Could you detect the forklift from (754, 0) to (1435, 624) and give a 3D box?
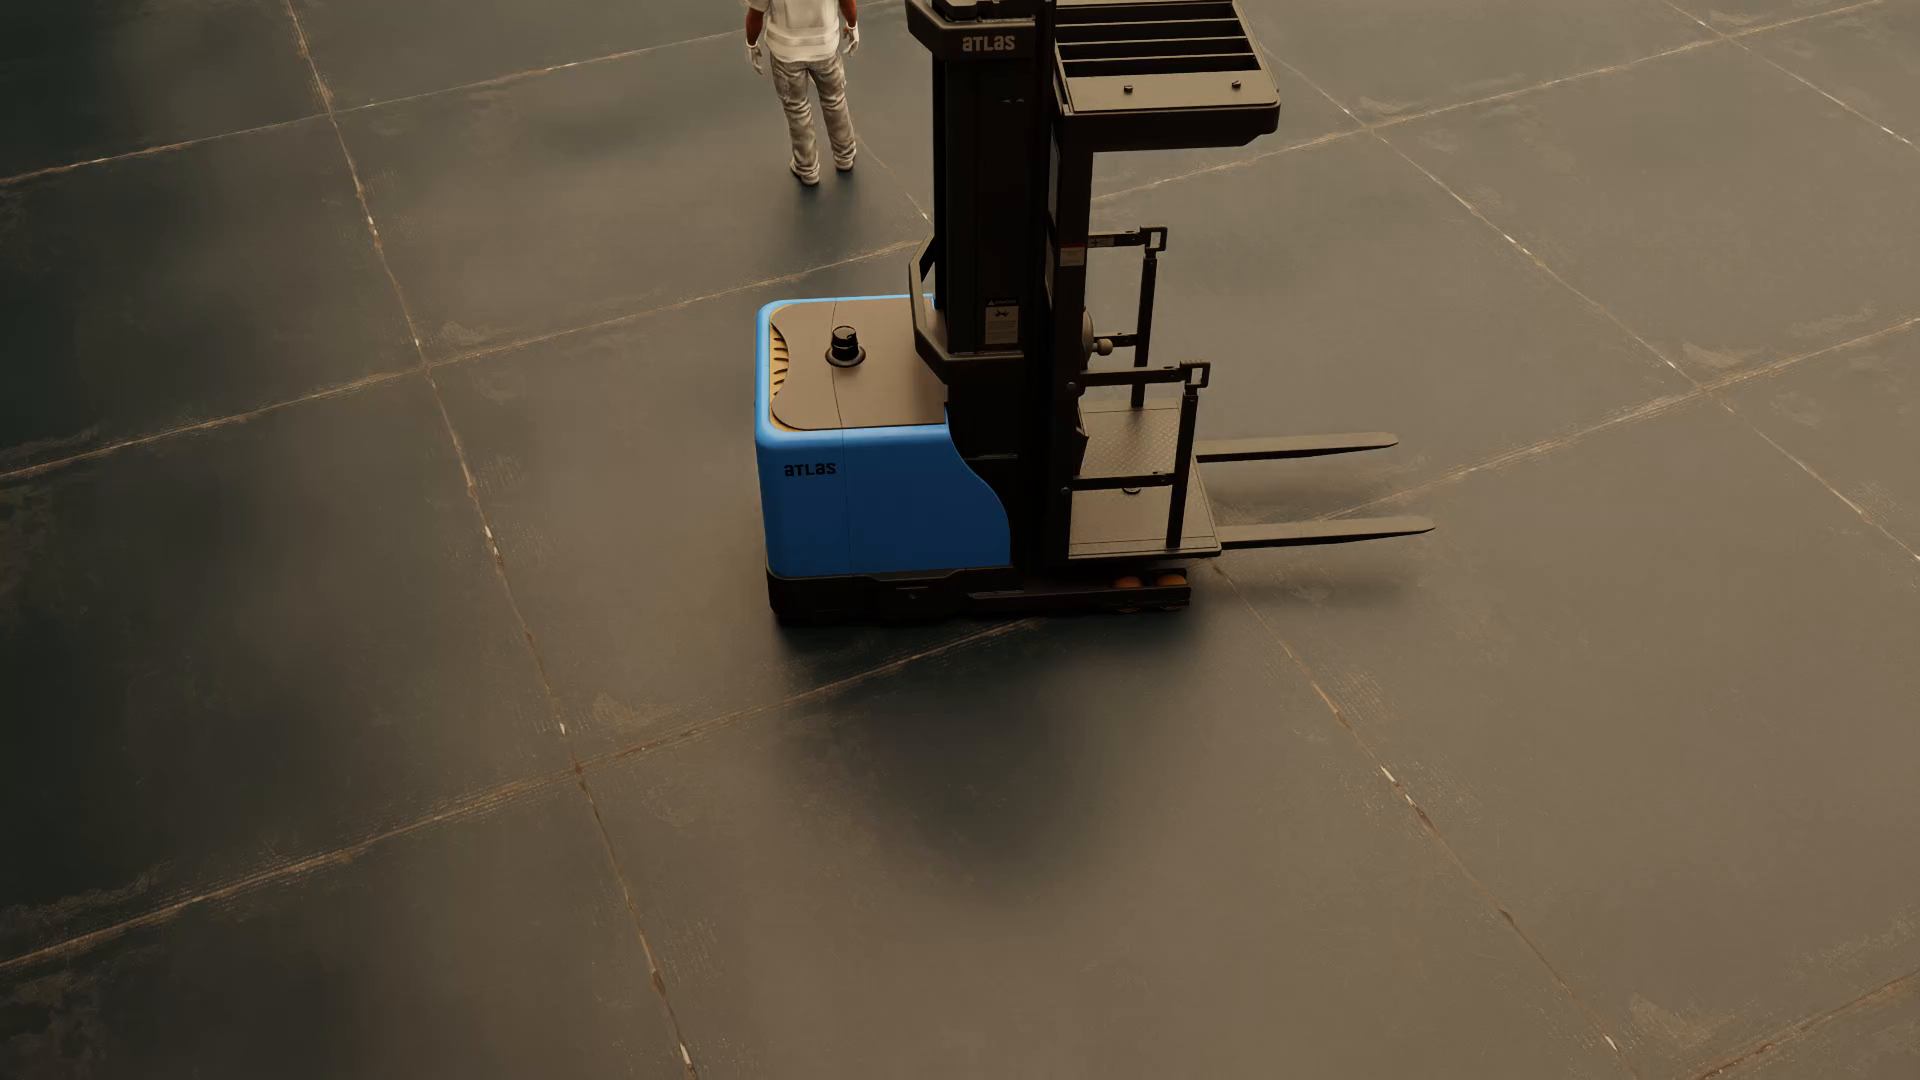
[{"bbox_3d":[0.627,-1.106,6.866,3.031,2.935,1.130,-3,43,-3],"label":"forklift"}]

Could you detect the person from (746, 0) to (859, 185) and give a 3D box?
[{"bbox_3d":[-0.915,-2.901,9.619,0.657,1.785,0.575,-10,44,-10],"label":"person"}]
